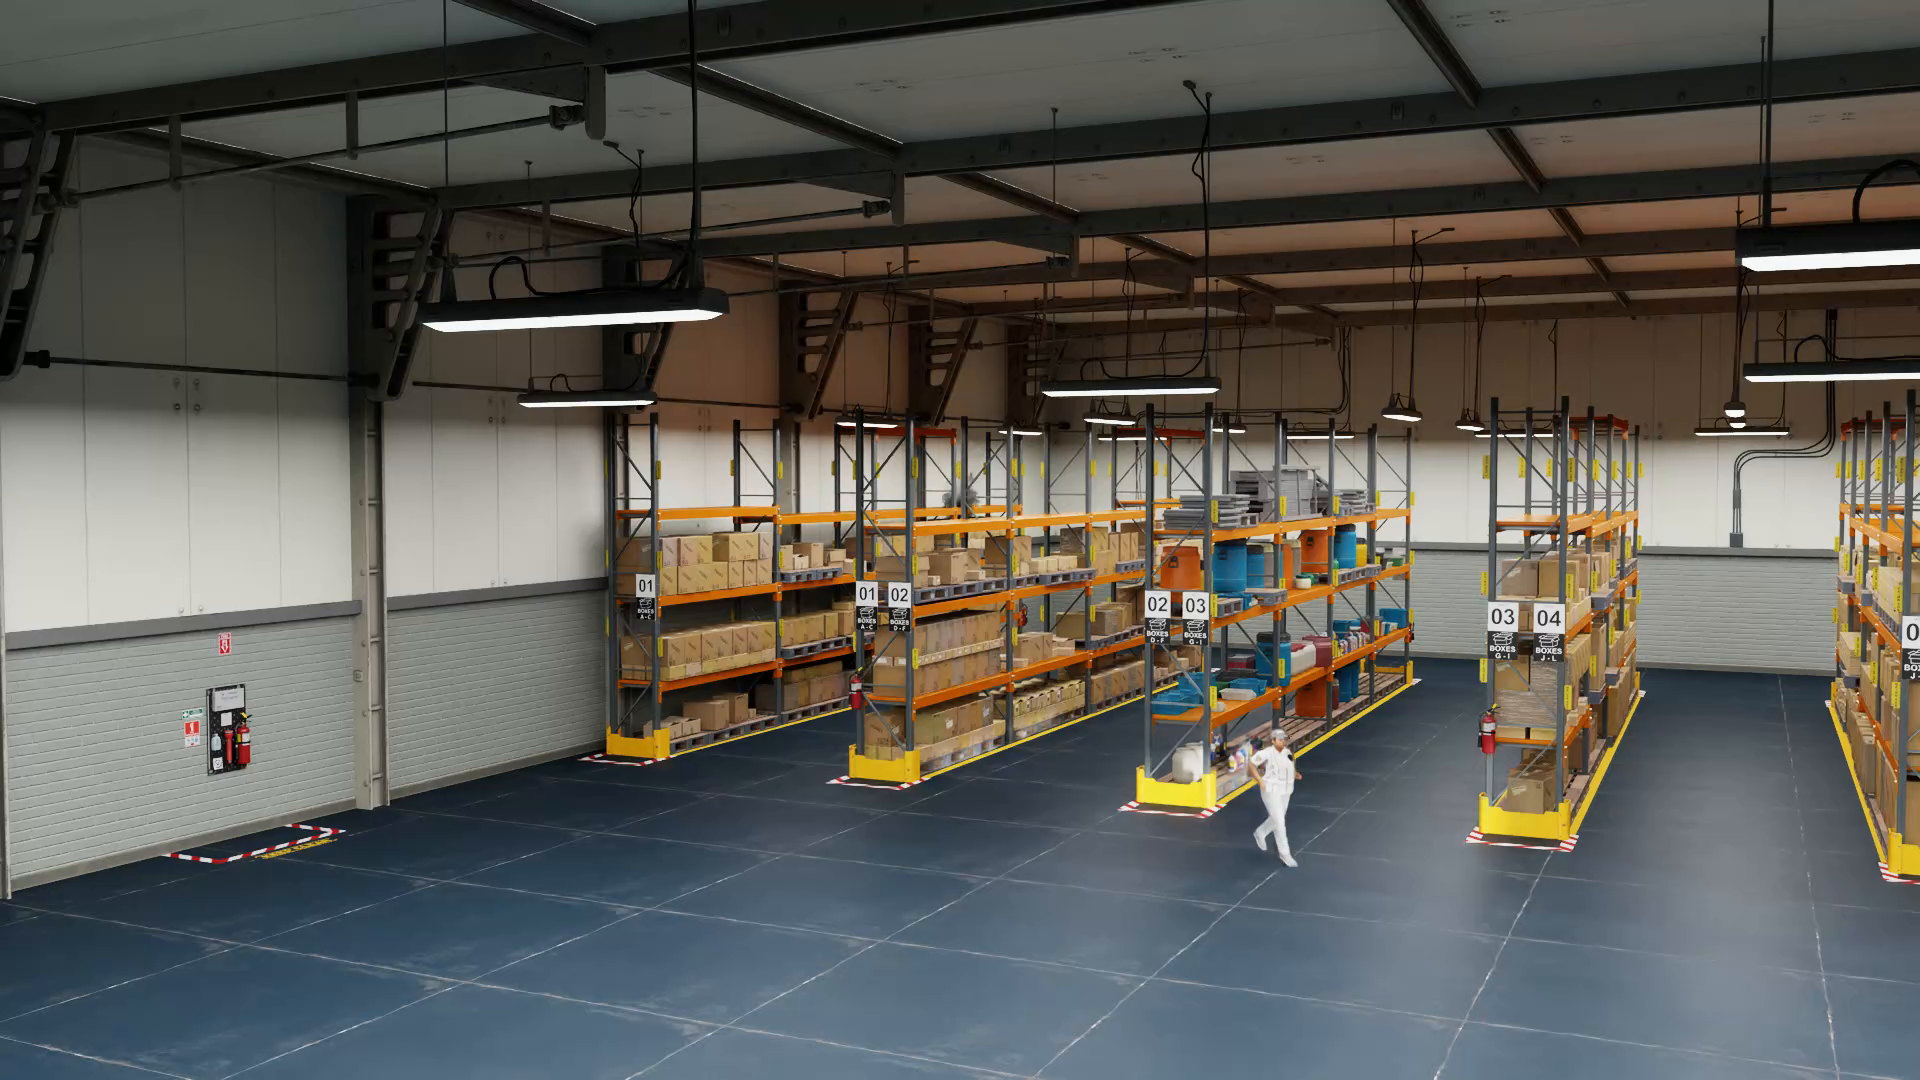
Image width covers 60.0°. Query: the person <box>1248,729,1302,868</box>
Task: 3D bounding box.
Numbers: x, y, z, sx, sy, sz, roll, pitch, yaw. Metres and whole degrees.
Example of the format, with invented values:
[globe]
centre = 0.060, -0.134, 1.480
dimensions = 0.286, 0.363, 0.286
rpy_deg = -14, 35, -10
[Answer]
[person]
centre = 4.059, 3.266, 21.344
dimensions = 0.604, 1.690, 0.925
rpy_deg = -1, 3, -32
